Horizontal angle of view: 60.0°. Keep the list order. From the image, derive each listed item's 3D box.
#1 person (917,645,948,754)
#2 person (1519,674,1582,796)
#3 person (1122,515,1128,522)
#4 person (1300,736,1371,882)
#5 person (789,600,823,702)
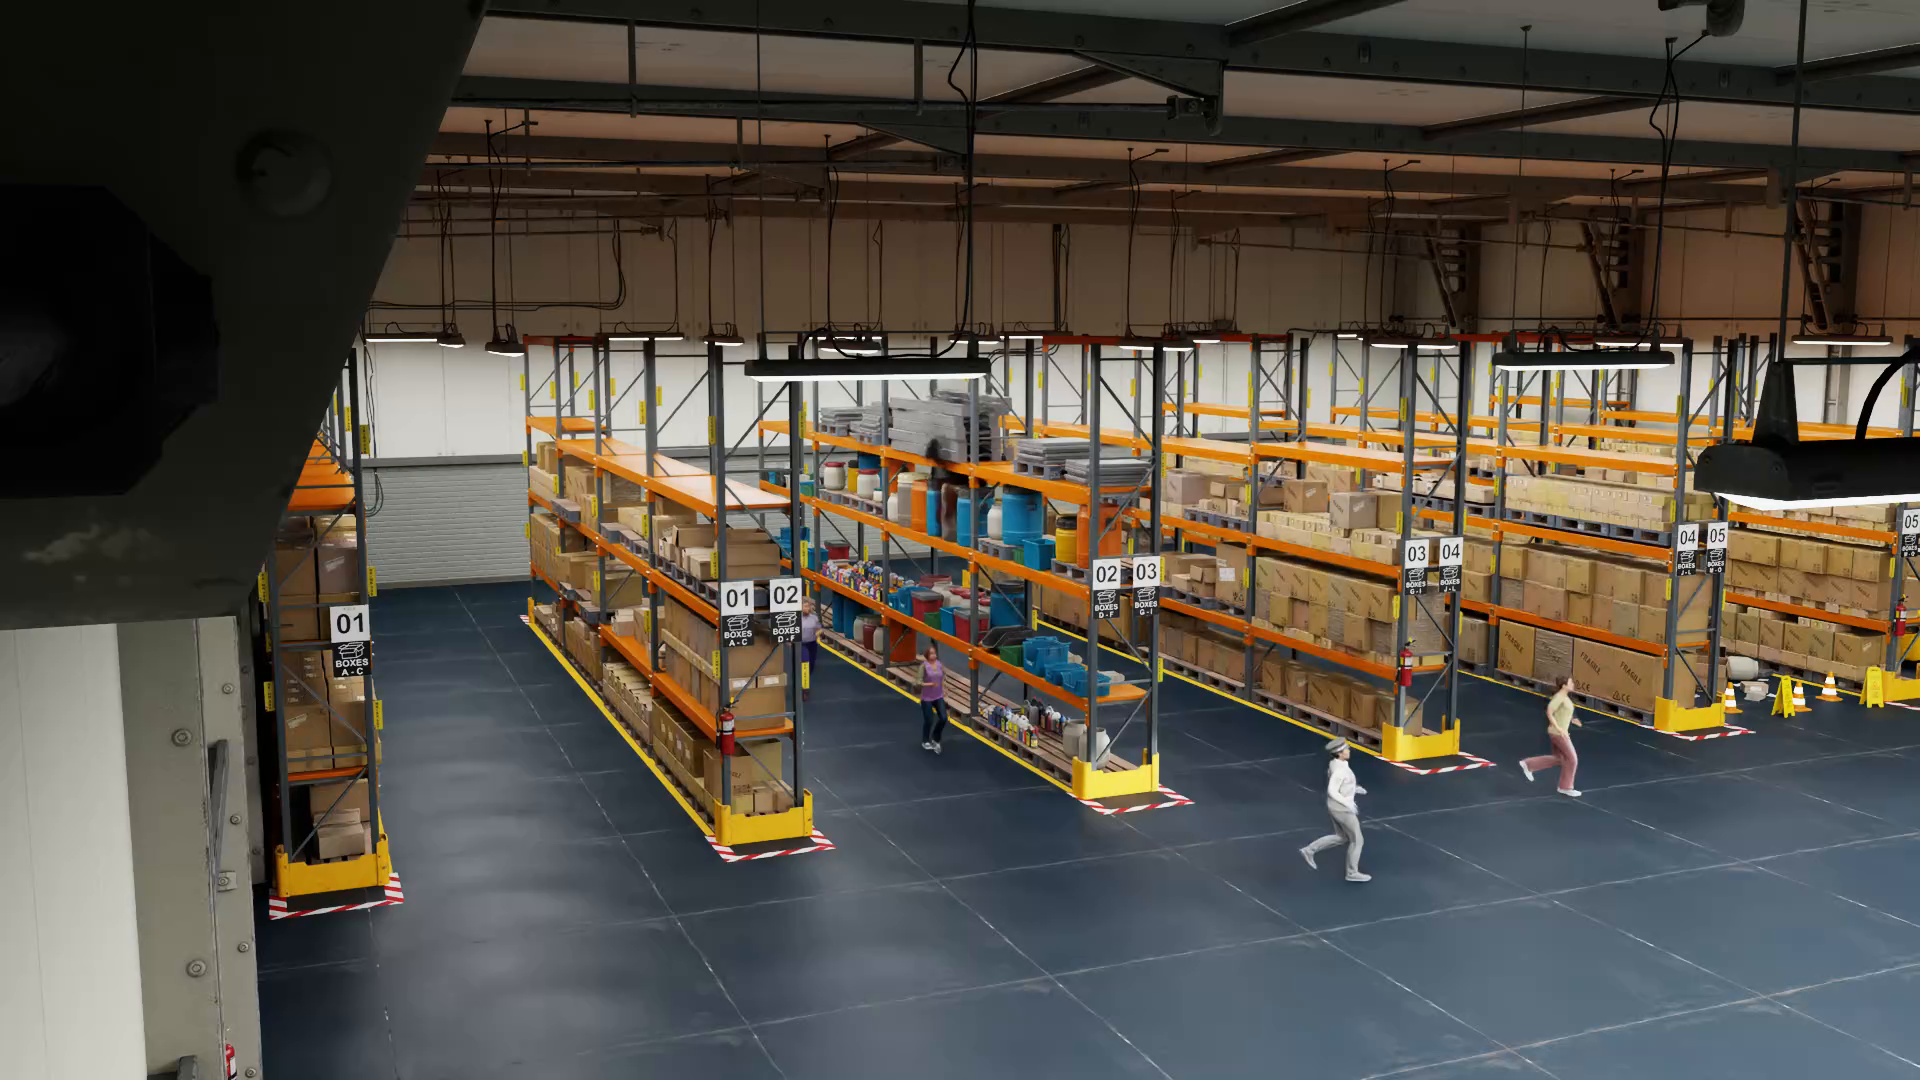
[{"bbox_3d":[-0.385,2.333,24.213,0.515,1.604,0.625,-3,8,-24],"label":"person"},{"bbox_3d":[7.914,2.583,22.222,0.806,1.640,0.565,3,8,21],"label":"person"},{"bbox_3d":[3.859,0.147,40.235,0.602,1.689,0.772,3,8,23],"label":"person"},{"bbox_3d":[4.265,3.025,18.730,0.766,1.662,0.625,0,8,3],"label":"person"},{"bbox_3d":[-2.576,1.843,27.770,0.576,1.697,0.720,-5,9,-34],"label":"person"}]
